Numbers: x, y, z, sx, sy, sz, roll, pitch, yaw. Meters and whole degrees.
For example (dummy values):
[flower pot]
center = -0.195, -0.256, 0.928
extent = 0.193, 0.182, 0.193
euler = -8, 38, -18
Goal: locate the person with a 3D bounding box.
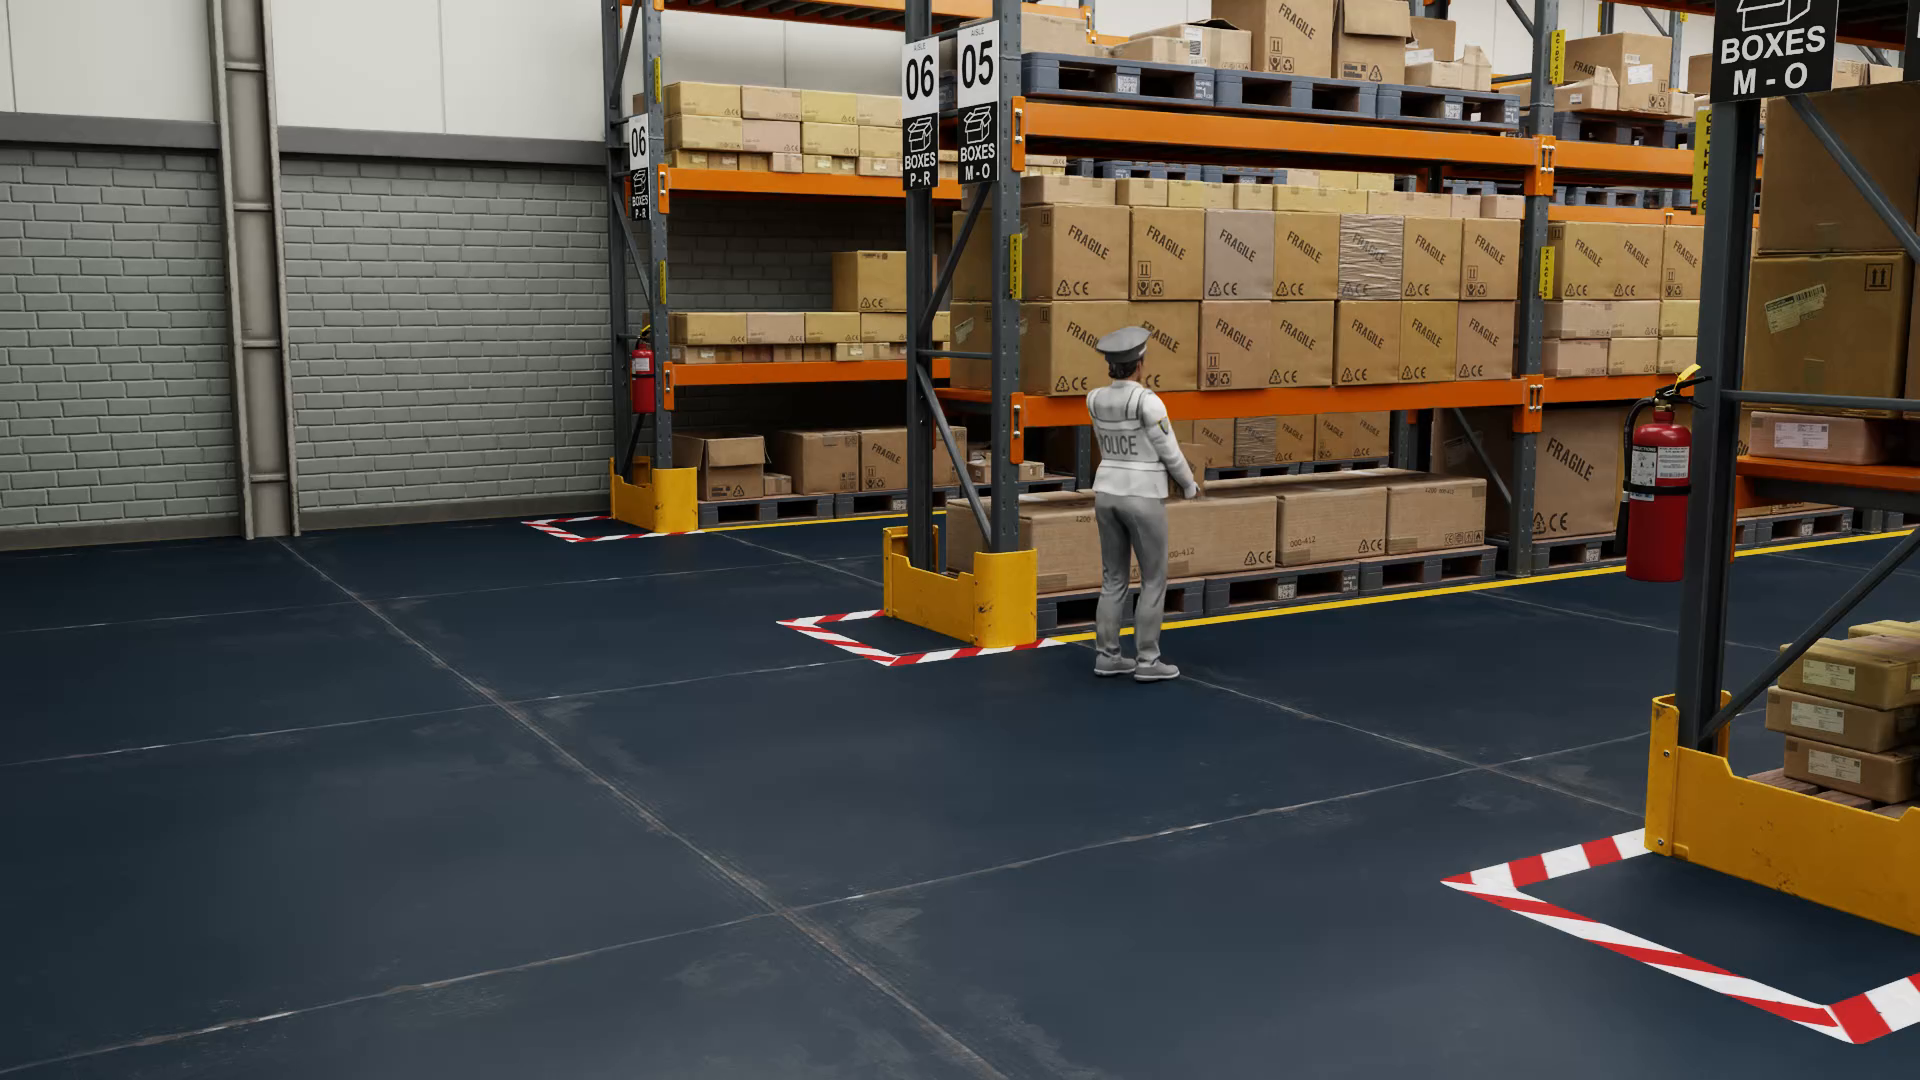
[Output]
[person]
center = 0.873, -0.174, 7.954
extent = 0.532, 1.690, 0.459
euler = -8, 11, -43
